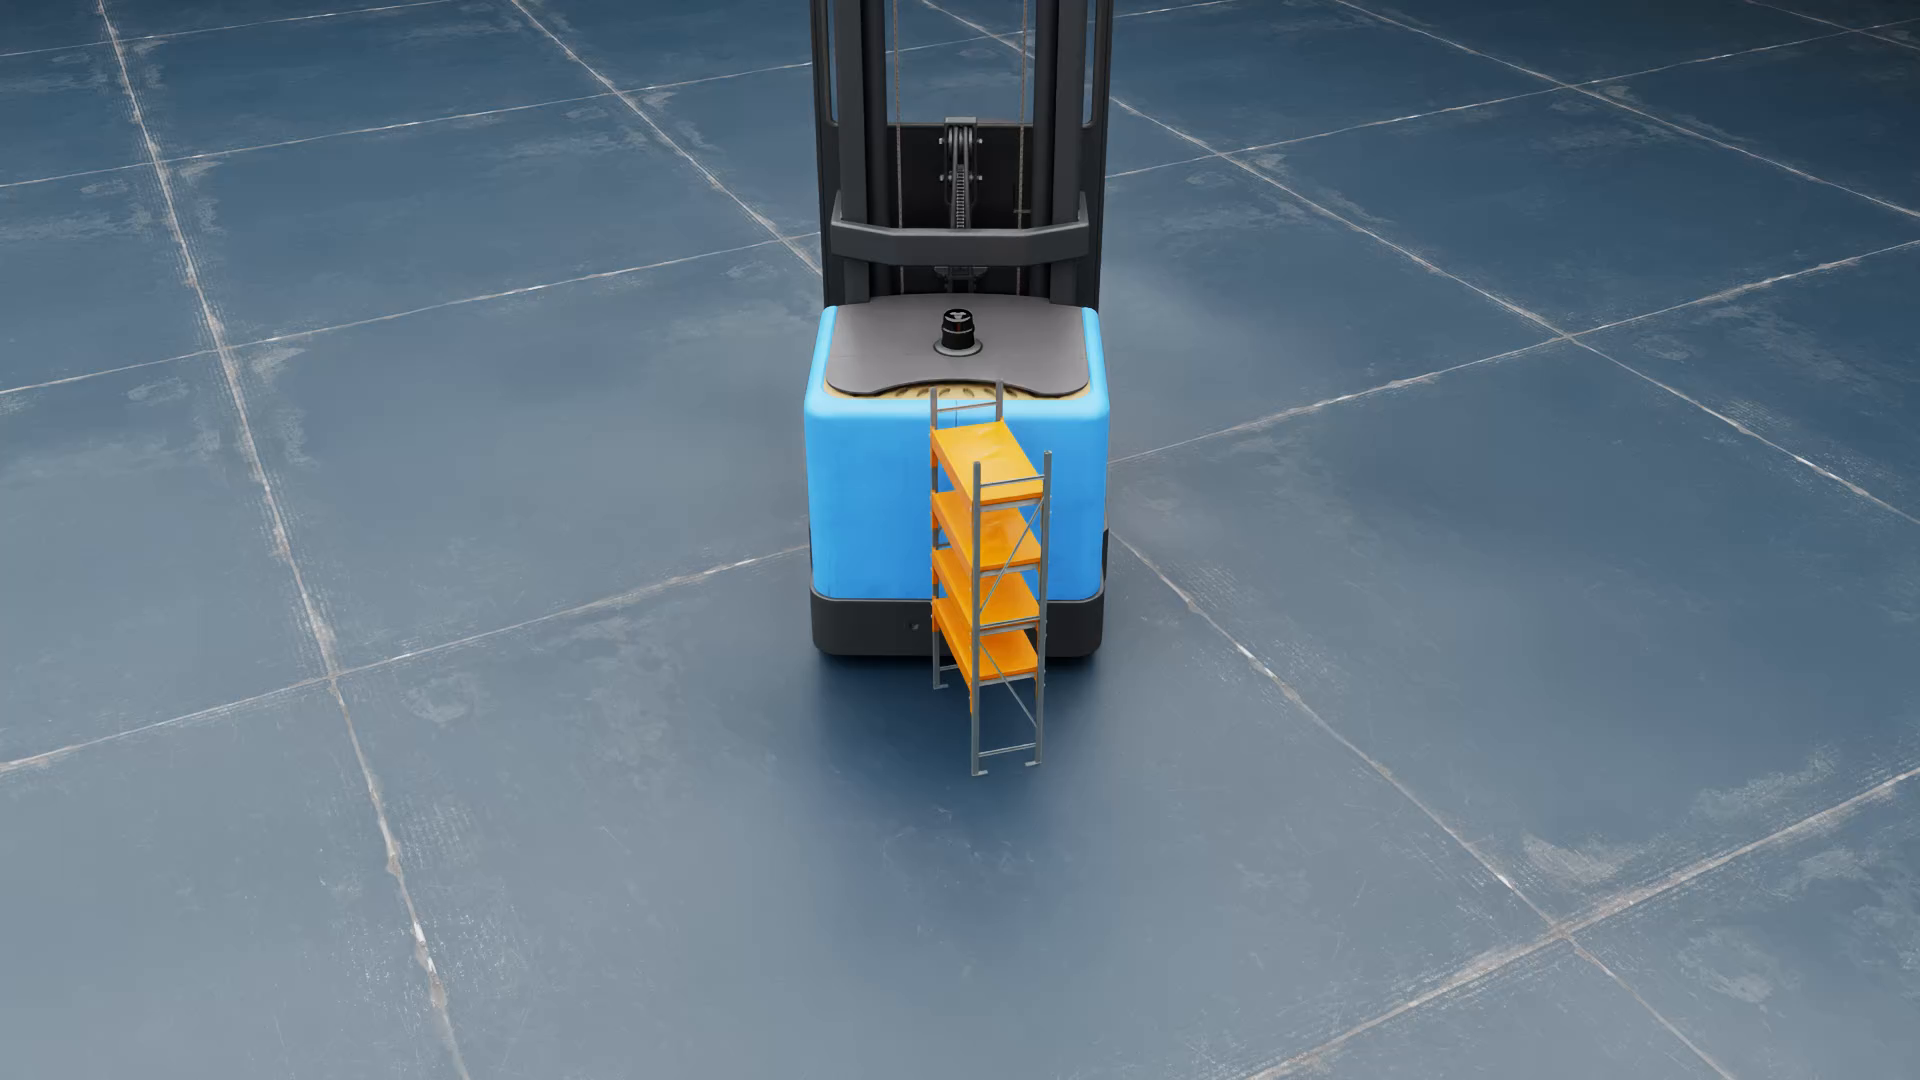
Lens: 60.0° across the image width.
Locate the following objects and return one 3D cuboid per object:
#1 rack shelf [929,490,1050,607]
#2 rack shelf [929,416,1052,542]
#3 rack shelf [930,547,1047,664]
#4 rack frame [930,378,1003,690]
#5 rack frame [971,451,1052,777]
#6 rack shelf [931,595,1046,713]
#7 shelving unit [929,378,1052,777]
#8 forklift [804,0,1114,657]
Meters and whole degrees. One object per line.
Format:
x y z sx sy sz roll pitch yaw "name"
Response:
0.088 0.002 5.344 0.258 0.148 0.480 -9 34 -13 "rack shelf"
0.088 -0.197 5.216 0.258 0.148 0.480 -9 34 -13 "rack shelf"
0.088 0.191 5.465 0.258 0.148 0.480 -9 34 -13 "rack shelf"
0.022 0.007 5.626 0.240 1.200 0.015 -9 34 -13 "rack frame"
0.155 0.261 5.231 0.240 1.200 0.015 -9 34 -13 "rack frame"
0.088 0.358 5.572 0.258 0.148 0.480 -9 34 -13 "rack shelf"
0.088 0.134 5.428 0.258 1.200 0.503 -9 34 -13 "shelving unit"
0.009 -1.573 6.488 1.130 2.935 3.031 0 33 1 "forklift"
